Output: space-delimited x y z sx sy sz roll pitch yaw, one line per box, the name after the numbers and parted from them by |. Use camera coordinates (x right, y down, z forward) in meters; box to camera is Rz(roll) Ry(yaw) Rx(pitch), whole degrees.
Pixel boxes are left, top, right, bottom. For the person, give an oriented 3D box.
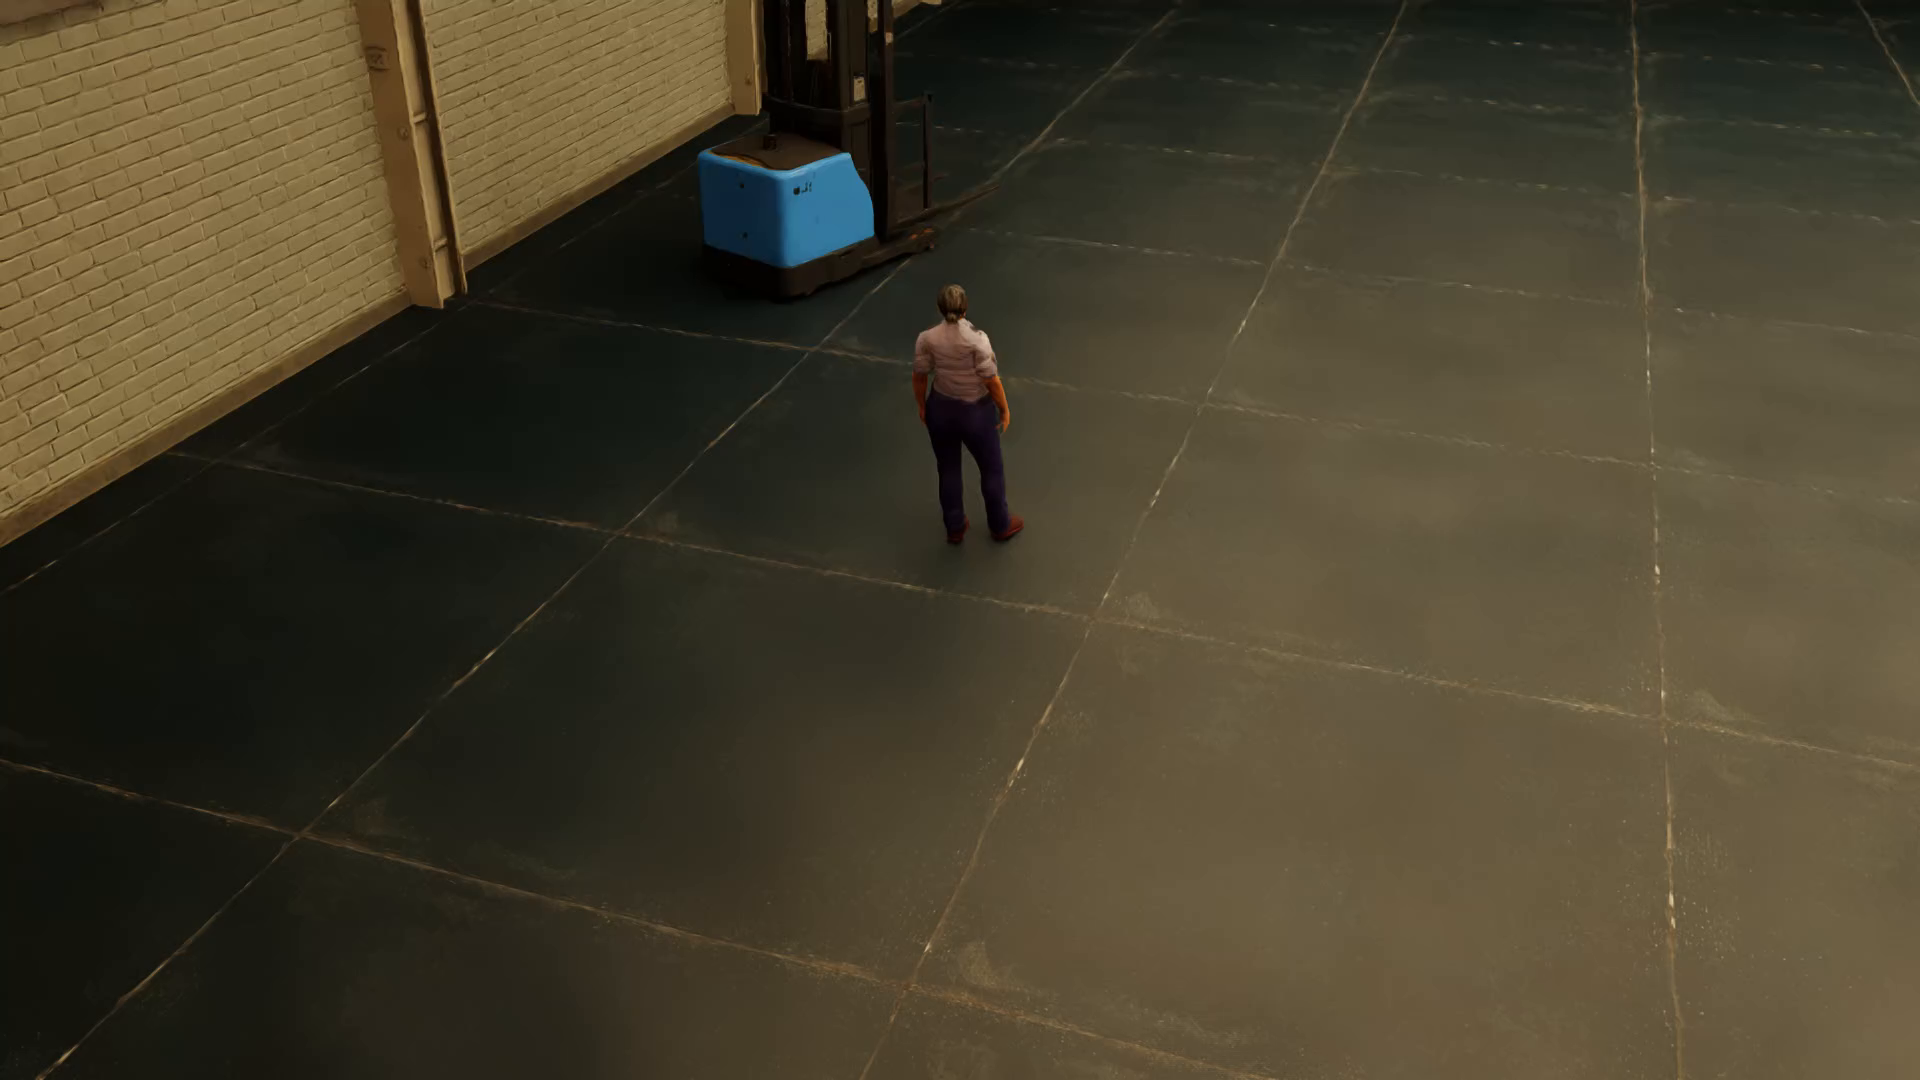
0.051 -0.761 9.752 0.599 1.650 0.502 10 31 16 | person

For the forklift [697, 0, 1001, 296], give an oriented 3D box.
-0.830 -3.899 13.976 1.130 2.935 3.031 22 36 33 | forklift
